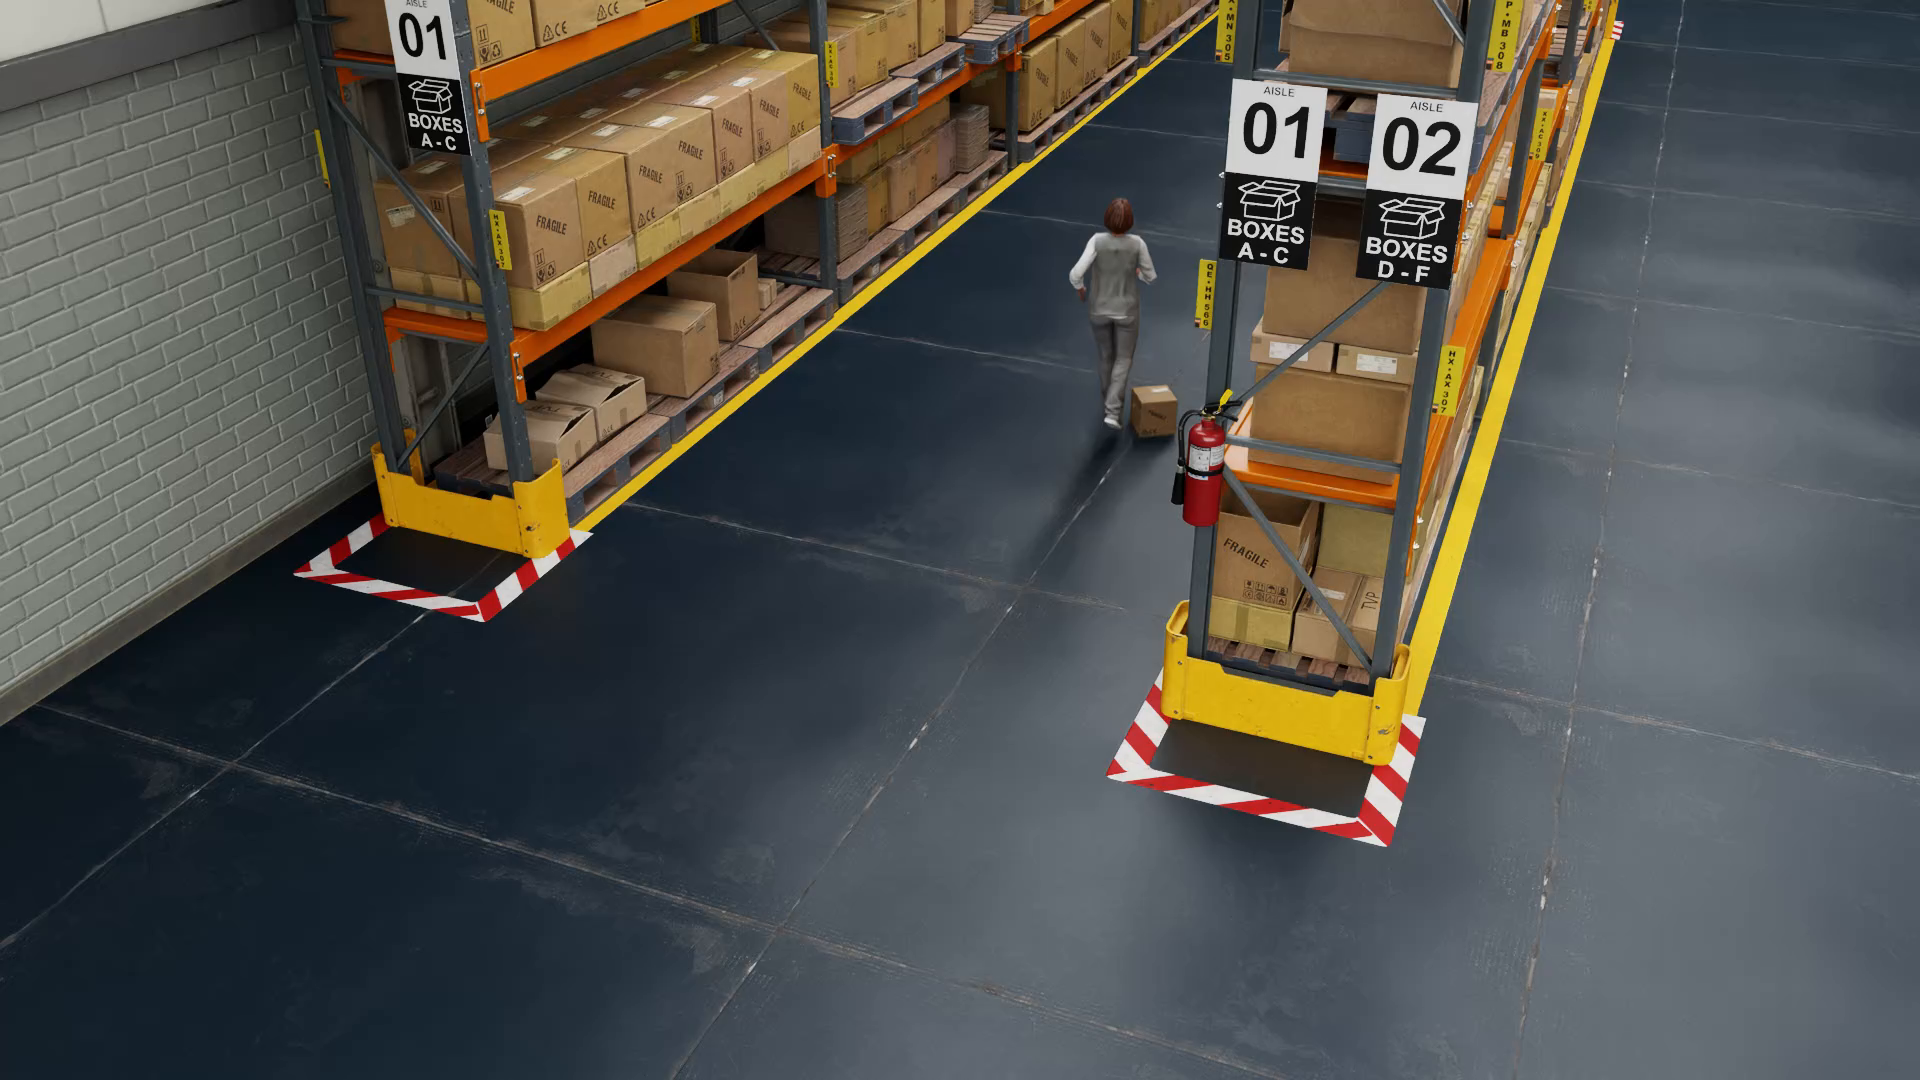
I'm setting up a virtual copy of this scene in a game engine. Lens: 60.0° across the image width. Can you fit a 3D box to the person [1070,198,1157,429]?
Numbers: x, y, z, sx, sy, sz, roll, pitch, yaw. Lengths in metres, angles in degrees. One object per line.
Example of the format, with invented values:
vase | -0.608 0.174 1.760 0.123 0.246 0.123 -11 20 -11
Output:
person | 1.021 -1.524 10.981 0.540 1.571 0.786 7 31 11
